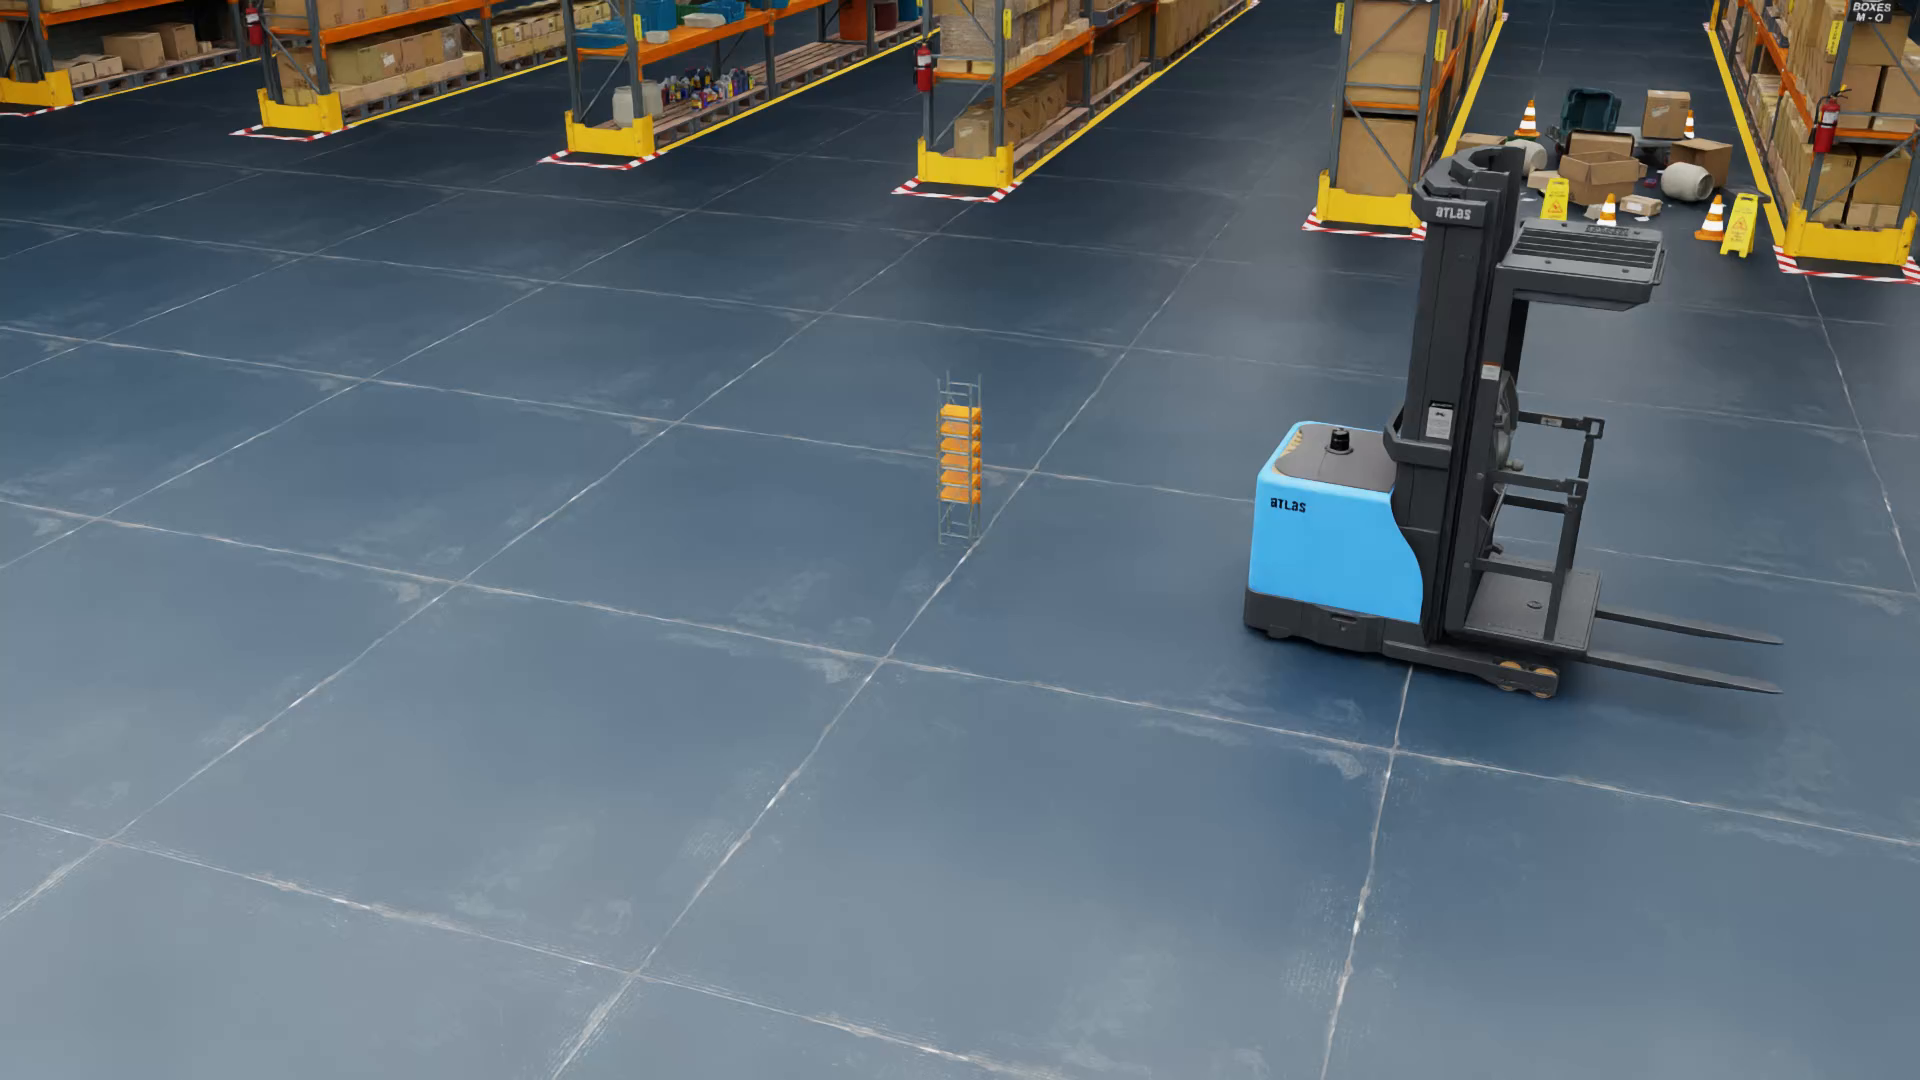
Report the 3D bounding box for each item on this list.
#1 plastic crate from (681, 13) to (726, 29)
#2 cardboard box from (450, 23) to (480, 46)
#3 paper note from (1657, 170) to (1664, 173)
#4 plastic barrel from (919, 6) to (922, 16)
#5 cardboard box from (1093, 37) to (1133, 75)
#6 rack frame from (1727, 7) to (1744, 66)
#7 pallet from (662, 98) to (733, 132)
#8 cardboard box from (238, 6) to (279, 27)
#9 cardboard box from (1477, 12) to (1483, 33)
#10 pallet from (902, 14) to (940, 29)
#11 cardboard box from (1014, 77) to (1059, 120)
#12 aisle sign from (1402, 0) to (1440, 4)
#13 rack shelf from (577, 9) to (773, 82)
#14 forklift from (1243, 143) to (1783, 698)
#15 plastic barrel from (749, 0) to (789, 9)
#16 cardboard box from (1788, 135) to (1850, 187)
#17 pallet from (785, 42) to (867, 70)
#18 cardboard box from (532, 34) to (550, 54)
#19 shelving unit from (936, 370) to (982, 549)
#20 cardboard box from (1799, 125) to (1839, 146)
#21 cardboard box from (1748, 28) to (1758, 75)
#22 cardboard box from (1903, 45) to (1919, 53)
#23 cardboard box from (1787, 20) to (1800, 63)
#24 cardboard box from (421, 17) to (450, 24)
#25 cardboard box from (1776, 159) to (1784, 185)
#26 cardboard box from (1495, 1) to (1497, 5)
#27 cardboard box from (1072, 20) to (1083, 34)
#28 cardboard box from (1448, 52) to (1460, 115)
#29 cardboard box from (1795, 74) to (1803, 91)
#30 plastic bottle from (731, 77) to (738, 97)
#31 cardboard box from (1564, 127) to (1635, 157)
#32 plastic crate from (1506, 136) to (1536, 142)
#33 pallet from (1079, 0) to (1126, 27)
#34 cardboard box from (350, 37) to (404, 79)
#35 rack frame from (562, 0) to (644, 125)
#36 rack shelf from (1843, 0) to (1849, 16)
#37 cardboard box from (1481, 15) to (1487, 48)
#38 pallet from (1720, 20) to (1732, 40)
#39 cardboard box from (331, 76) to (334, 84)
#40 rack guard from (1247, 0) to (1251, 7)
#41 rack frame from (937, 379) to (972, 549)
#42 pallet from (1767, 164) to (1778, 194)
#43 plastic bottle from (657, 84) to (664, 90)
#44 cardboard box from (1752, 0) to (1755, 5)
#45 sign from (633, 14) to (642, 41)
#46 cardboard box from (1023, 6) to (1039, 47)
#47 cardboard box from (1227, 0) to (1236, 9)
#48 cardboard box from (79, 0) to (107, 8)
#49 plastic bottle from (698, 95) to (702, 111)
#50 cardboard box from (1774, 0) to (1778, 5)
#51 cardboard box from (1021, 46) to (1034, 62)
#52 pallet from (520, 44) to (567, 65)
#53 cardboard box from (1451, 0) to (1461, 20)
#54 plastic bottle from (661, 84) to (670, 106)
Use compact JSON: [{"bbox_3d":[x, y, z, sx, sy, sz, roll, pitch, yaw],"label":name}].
[{"bbox_3d":[-3.600,-7.320,23.453,0.530,0.136,0.437,9,27,17],"label":"plastic crate"},{"bbox_3d":[-8.104,-8.274,27.151,0.500,0.311,0.500,9,27,17],"label":"cardboard box"},{"bbox_3d":[8.932,-4.681,21.106,0.148,0.019,0.142,9,27,17],"label":"paper note"},{"bbox_3d":[-0.833,-10.454,31.548,0.600,0.901,0.708,9,27,17],"label":"plastic barrel"},{"bbox_3d":[2.327,-7.633,26.160,0.700,0.500,0.500,6,27,13],"label":"cardboard box"},{"bbox_3d":[13.380,-9.275,27.188,1.000,3.000,0.127,9,27,17],"label":"rack frame"},{"bbox_3d":[-3.965,-6.115,23.860,1.003,0.211,1.213,9,27,17],"label":"pallet"},{"bbox_3d":[-12.287,-9.177,29.349,0.700,0.500,0.500,8,27,16],"label":"cardboard box"},{"bbox_3d":[8.150,-8.367,26.838,0.500,0.250,0.500,9,27,18],"label":"cardboard box"},{"bbox_3d":[-0.932,-9.864,31.604,1.003,0.211,1.213,9,27,17],"label":"pallet"},{"bbox_3d":[1.018,-6.093,23.003,0.500,0.500,0.500,19,32,34],"label":"cardboard box"},{"bbox_3d":[4.944,-6.117,17.683,0.394,0.787,0.004,9,27,17],"label":"aisle sign"},{"bbox_3d":[-3.964,-6.997,23.308,1.077,0.370,4.000,9,27,17],"label":"rack shelf"},{"bbox_3d":[3.314,-0.673,9.500,3.031,2.935,1.130,11,28,22],"label":"forklift"},{"bbox_3d":[-2.884,-8.483,24.977,0.600,0.901,0.708,9,27,17],"label":"plastic barrel"},{"bbox_3d":[9.578,-4.214,18.549,0.500,0.500,0.500,10,28,19],"label":"cardboard box"},{"bbox_3d":[-2.262,-8.219,28.206,1.003,0.211,1.213,9,27,17],"label":"pallet"},{"bbox_3d":[-7.259,-8.367,27.986,0.500,0.250,0.500,8,27,16],"label":"cardboard box"},{"bbox_3d":[-0.005,-0.534,11.200,0.258,1.200,0.189,9,27,17],"label":"shelving unit"},{"bbox_3d":[9.466,-4.452,18.295,0.380,0.149,0.250,10,27,19],"label":"cardboard box"},{"bbox_3d":[12.658,-7.502,25.481,0.875,0.875,0.875,9,27,18],"label":"cardboard box"},{"bbox_3d":[10.143,-5.100,18.108,0.500,0.500,0.500,8,27,16],"label":"cardboard box"},{"bbox_3d":[10.308,-6.026,20.021,0.500,0.500,0.500,9,27,17],"label":"cardboard box"},{"bbox_3d":[-8.418,-8.006,26.380,0.500,0.500,0.500,9,27,17],"label":"cardboard box"},{"bbox_3d":[9.926,-4.296,19.578,0.500,0.250,0.500,8,27,17],"label":"cardboard box"},{"bbox_3d":[10.103,-10.376,31.911,0.380,0.149,0.250,8,27,16],"label":"cardboard box"},{"bbox_3d":[1.486,-7.079,22.941,0.380,0.149,0.250,9,27,17],"label":"cardboard box"},{"bbox_3d":[6.462,-6.504,23.564,1.050,0.750,0.750,9,27,17],"label":"cardboard box"},{"bbox_3d":[9.876,-5.267,19.198,0.380,0.149,0.250,9,27,18],"label":"cardboard box"},{"bbox_3d":[-3.320,-6.660,24.399,0.061,0.283,0.133,11,28,21],"label":"plastic bottle"},{"bbox_3d":[7.887,-4.755,20.562,0.797,0.637,0.503,9,27,17],"label":"cardboard box"},{"bbox_3d":[7.194,-5.162,21.855,0.662,0.188,0.450,-20,23,-36],"label":"plastic crate"},{"bbox_3d":[1.764,-7.631,24.013,1.003,0.211,1.213,9,27,17],"label":"pallet"},{"bbox_3d":[-8.592,-7.109,24.527,0.500,0.500,0.500,9,27,17],"label":"cardboard box"},{"bbox_3d":[-4.629,-6.499,21.454,1.000,3.000,0.127,9,27,17],"label":"rack frame"},{"bbox_3d":[10.052,-6.192,18.203,1.077,0.370,4.000,9,27,17],"label":"rack shelf"},{"bbox_3d":[8.670,-8.674,28.334,0.500,0.500,0.500,8,27,16],"label":"cardboard box"},{"bbox_3d":[14.519,-9.324,30.488,1.003,0.211,1.213,9,27,17],"label":"pallet"},{"bbox_3d":[-9.244,-6.641,24.420,0.500,0.250,0.500,9,27,17],"label":"cardboard box"},{"bbox_3d":[5.374,-11.241,34.116,1.175,0.500,0.348,9,27,17],"label":"rack guard"},{"bbox_3d":[-0.035,-0.496,11.122,0.240,1.200,0.006,9,27,17],"label":"rack frame"},{"bbox_3d":[10.528,-4.451,20.425,1.003,0.211,1.213,9,27,17],"label":"pallet"},{"bbox_3d":[-4.322,-6.389,23.848,0.152,0.276,0.135,9,27,18],"label":"plastic bottle"},{"bbox_3d":[12.310,-8.226,25.193,0.500,0.250,0.500,8,27,17],"label":"cardboard box"},{"bbox_3d":[-4.112,-6.542,21.225,0.100,0.325,0.005,9,27,17],"label":"sign"},{"bbox_3d":[0.511,-6.604,21.214,0.875,0.500,0.500,9,27,17],"label":"cardboard box"},{"bbox_3d":[4.925,-10.940,32.583,0.875,0.875,0.875,9,27,17],"label":"cardboard box"},{"bbox_3d":[-13.351,-8.247,25.214,0.500,0.250,0.500,8,27,16],"label":"cardboard box"},{"bbox_3d":[-3.698,-6.180,23.501,0.097,0.201,0.097,0,26,0],"label":"plastic bottle"},{"bbox_3d":[11.514,-7.632,22.857,0.500,0.500,0.500,10,28,20],"label":"cardboard box"},{"bbox_3d":[0.713,-6.158,21.038,0.380,0.149,0.250,9,27,17],"label":"cardboard box"},{"bbox_3d":[-7.355,-8.419,28.620,1.003,0.211,1.213,9,27,17],"label":"pallet"},{"bbox_3d":[5.788,-6.828,20.722,0.875,0.550,0.550,9,27,17],"label":"cardboard box"},{"bbox_3d":[-4.221,-6.377,23.815,0.061,0.283,0.133,9,27,17],"label":"plastic bottle"}]
